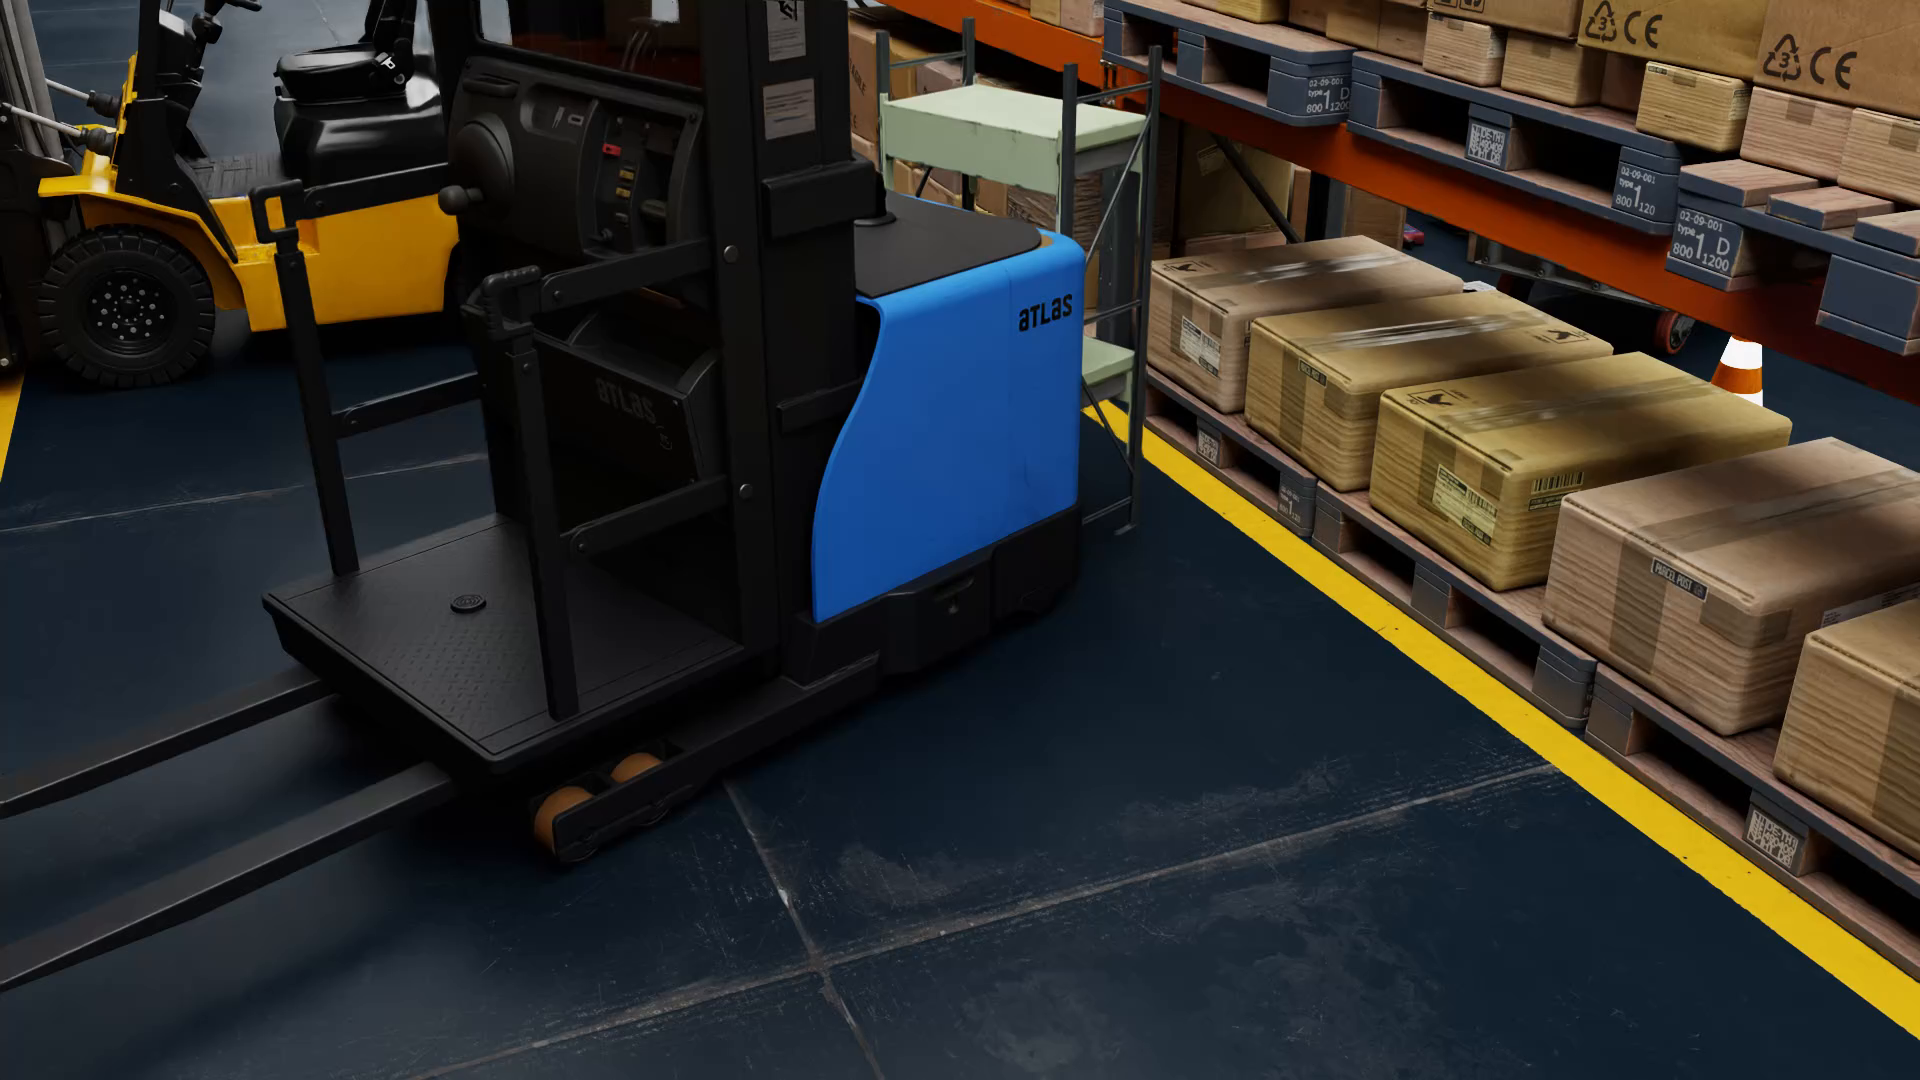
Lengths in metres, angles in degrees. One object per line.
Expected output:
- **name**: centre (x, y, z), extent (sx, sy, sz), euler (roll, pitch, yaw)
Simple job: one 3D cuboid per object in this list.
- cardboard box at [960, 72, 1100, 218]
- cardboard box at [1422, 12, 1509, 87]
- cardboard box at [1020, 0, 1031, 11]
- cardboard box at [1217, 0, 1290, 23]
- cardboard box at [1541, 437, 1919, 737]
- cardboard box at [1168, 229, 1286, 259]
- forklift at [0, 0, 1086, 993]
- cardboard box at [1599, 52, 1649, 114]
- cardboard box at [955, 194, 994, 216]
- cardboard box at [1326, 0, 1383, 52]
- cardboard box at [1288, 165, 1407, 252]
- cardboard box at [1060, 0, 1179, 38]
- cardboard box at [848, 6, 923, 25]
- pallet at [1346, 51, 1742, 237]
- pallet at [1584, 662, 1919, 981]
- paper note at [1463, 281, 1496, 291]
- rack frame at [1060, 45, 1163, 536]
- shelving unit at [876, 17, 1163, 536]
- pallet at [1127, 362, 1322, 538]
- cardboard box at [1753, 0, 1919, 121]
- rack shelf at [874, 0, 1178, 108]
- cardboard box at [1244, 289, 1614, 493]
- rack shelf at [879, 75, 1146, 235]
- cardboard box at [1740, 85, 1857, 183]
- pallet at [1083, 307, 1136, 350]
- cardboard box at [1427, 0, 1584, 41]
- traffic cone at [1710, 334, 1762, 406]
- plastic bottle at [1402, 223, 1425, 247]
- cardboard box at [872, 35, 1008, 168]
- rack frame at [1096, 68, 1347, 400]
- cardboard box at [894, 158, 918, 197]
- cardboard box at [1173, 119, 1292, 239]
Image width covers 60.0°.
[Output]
- **cardboard box**: centre (0.322, -1.681, 7.074), extent (0.500, 0.500, 0.500), euler (-10, 28, -20)
- **cardboard box**: centre (1.412, -1.260, 4.220), extent (0.380, 0.149, 0.250), euler (-9, 28, -19)
- **cardboard box**: centre (0.461, -2.176, 6.573), extent (0.380, 0.149, 0.250), euler (-10, 28, -20)
- **cardboard box**: centre (1.017, -1.689, 5.098), extent (0.380, 0.149, 0.250), euler (-10, 28, -20)
- **cardboard box**: centre (2.059, 0.088, 4.168), extent (0.950, 0.372, 0.625), euler (-11, 28, -22)
- **cardboard box**: centre (1.019, -1.231, 7.007), extent (0.500, 0.250, 0.500), euler (-12, 28, -23)
- **forklift**: centre (-1.035, -0.844, 3.639), extent (1.130, 2.935, 3.031), euler (23, 34, 39)
- **cardboard box**: centre (1.717, -1.070, 3.831), extent (0.380, 0.149, 0.250), euler (-10, 28, -20)
- **cardboard box**: centre (0.305, -1.352, 7.255), extent (0.500, 0.250, 0.500), euler (-11, 28, -22)
- **cardboard box**: centre (1.260, -1.477, 4.663), extent (0.380, 0.149, 0.250), euler (-10, 28, -20)
- **cardboard box**: centre (1.834, -1.537, 7.825), extent (0.500, 0.500, 0.500), euler (8, 27, 15)
- **cardboard box**: centre (0.595, -1.957, 6.126), extent (0.380, 0.149, 0.250), euler (-11, 28, -21)
- **cardboard box**: centre (-0.494, -2.515, 8.783), extent (0.500, 0.500, 0.500), euler (-12, 28, -22)
- **pallet**: centre (1.755, -1.084, 4.270), extent (1.003, 0.211, 1.213), euler (-11, 28, -21)
- **pallet**: centre (2.263, 0.559, 3.864), extent (1.003, 0.211, 1.213), euler (-11, 28, -21)
- **paper note**: centre (2.364, -1.166, 7.603), extent (0.148, 0.019, 0.142), euler (-11, 28, -21)
- **rack frame**: centre (0.423, -0.656, 4.885), extent (0.023, 1.500, 0.400), euler (23, 34, 39)
- **shelving unit**: centre (0.161, -0.768, 5.114), extent (0.755, 1.500, 0.431), euler (23, 34, 39)
- **pallet**: centre (1.308, -0.426, 5.881), extent (1.003, 0.211, 1.213), euler (-11, 28, -21)
- **cardboard box**: centre (1.922, -1.088, 3.128), extent (0.500, 0.500, 0.500), euler (-11, 28, -21)
- **rack shelf**: centre (0.218, -2.477, 7.724), extent (1.077, 0.370, 4.000), euler (-11, 28, -21)
- **cardboard box**: centre (1.494, -0.500, 5.371), extent (0.950, 0.372, 0.625), euler (-9, 27, -17)
- **rack shelf**: centre (0.161, -1.119, 4.943), extent (0.720, 0.370, 0.431), euler (23, 34, 39)
- **cardboard box**: centre (1.820, -0.839, 3.356), extent (0.380, 0.149, 0.250), euler (-12, 28, -23)
- **pallet**: centre (0.706, -1.005, 7.067), extent (1.003, 0.211, 1.213), euler (-11, 28, -21)
- **cardboard box**: centre (1.510, -1.512, 3.996), extent (0.500, 0.500, 0.500), euler (-12, 28, -23)
- **traffic cone**: centre (2.775, -0.593, 5.937), extent (0.336, 0.463, 0.334), euler (-11, 28, -21)
- **plastic bottle**: centre (2.222, -1.516, 8.284), extent (0.133, 0.061, 0.283), euler (-6, 27, -12)
- **cardboard box**: centre (-0.096, -2.101, 7.935), extent (0.500, 0.500, 0.500), euler (-10, 28, -20)
- **rack frame**: centre (1.001, -1.993, 5.913), extent (1.000, 3.000, 0.127), euler (-11, 28, -21)
- **cardboard box**: centre (-0.085, -1.762, 8.096), extent (0.500, 0.250, 0.500), euler (-9, 27, -17)
- **cardboard box**: centre (1.019, -1.568, 6.842), extent (0.500, 0.500, 0.500), euler (-9, 27, -18)
